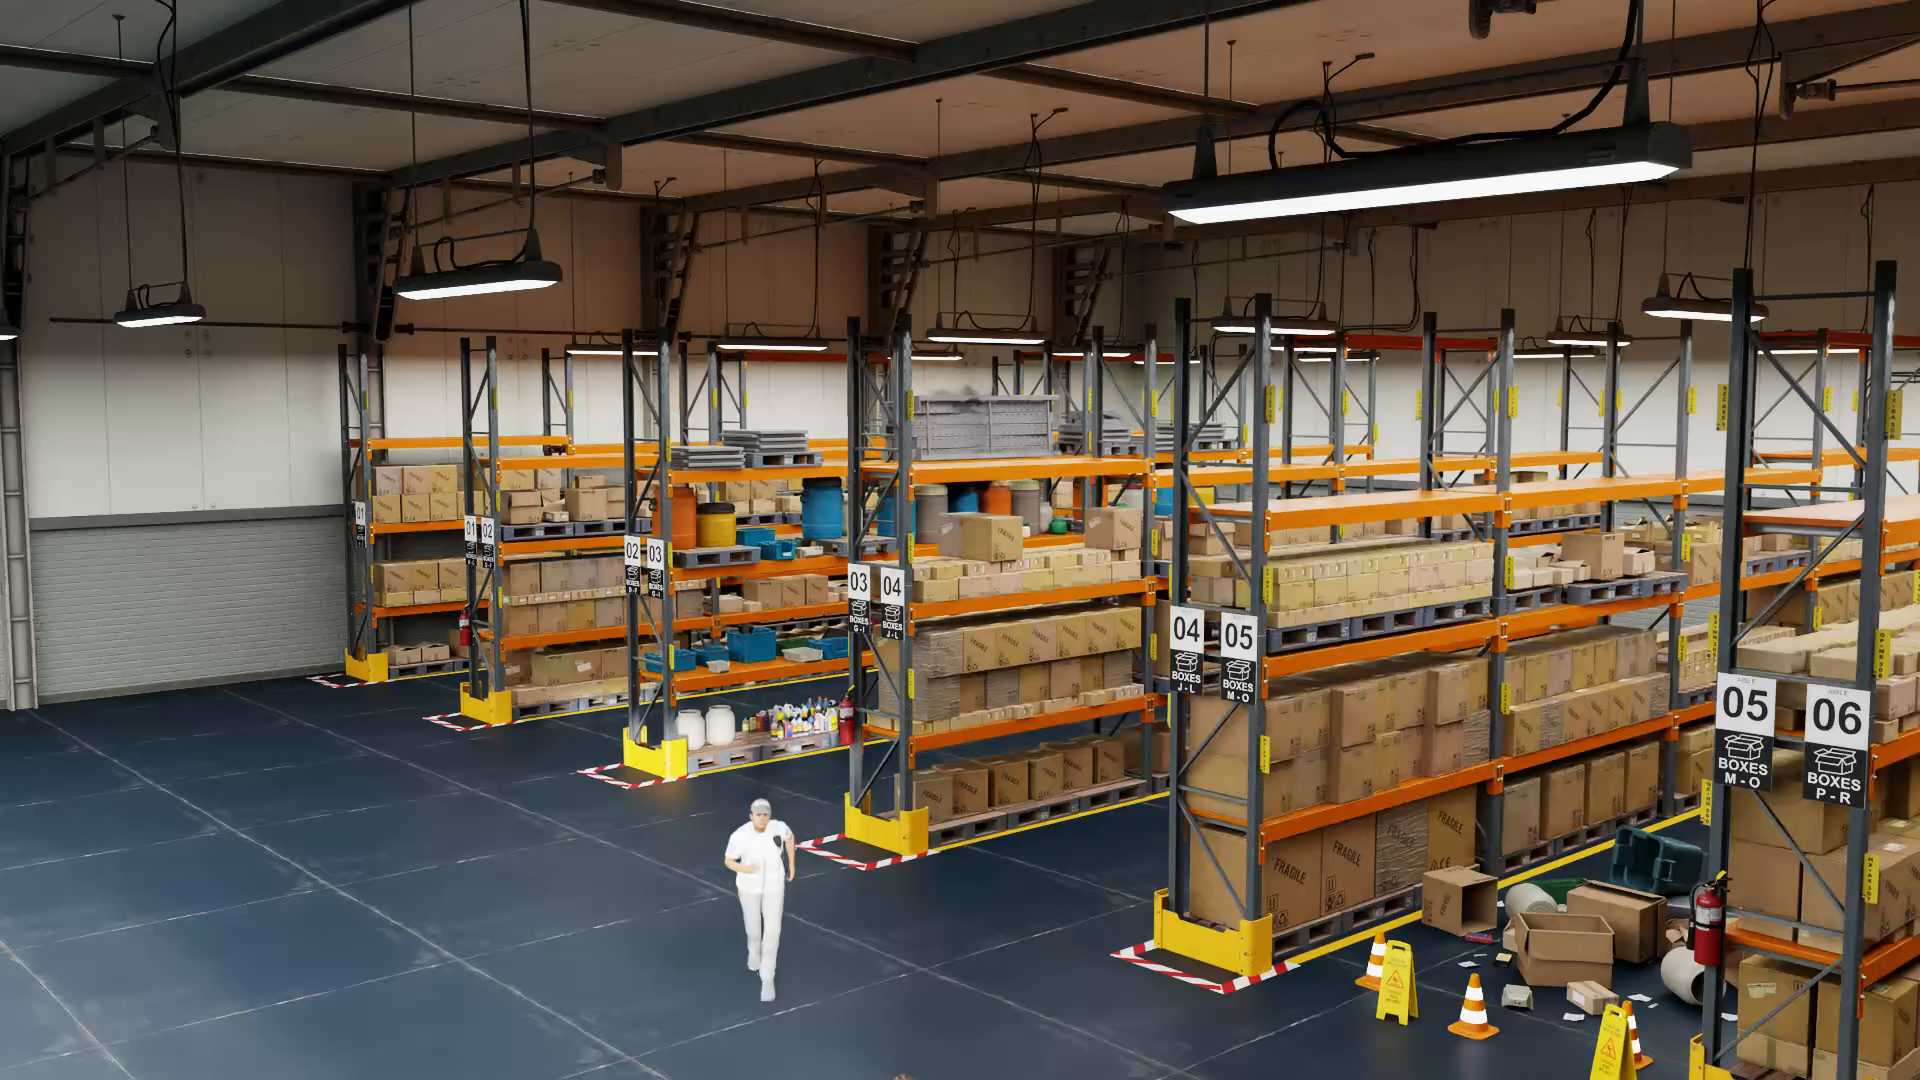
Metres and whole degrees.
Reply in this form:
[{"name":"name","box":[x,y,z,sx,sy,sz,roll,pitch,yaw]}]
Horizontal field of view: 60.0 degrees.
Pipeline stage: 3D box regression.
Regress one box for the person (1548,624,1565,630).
[{"name":"person","box":[9.122,1.624,25.435,0.443,0.810,0.541,-4,7,-39]}]

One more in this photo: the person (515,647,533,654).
[{"name":"person","box":[-7.487,1.912,28.368,0.535,1.325,0.478,3,6,33]}]

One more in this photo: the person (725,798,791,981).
[{"name":"person","box":[-1.750,2.966,14.467,0.588,1.530,0.791,-1,5,-12]}]
